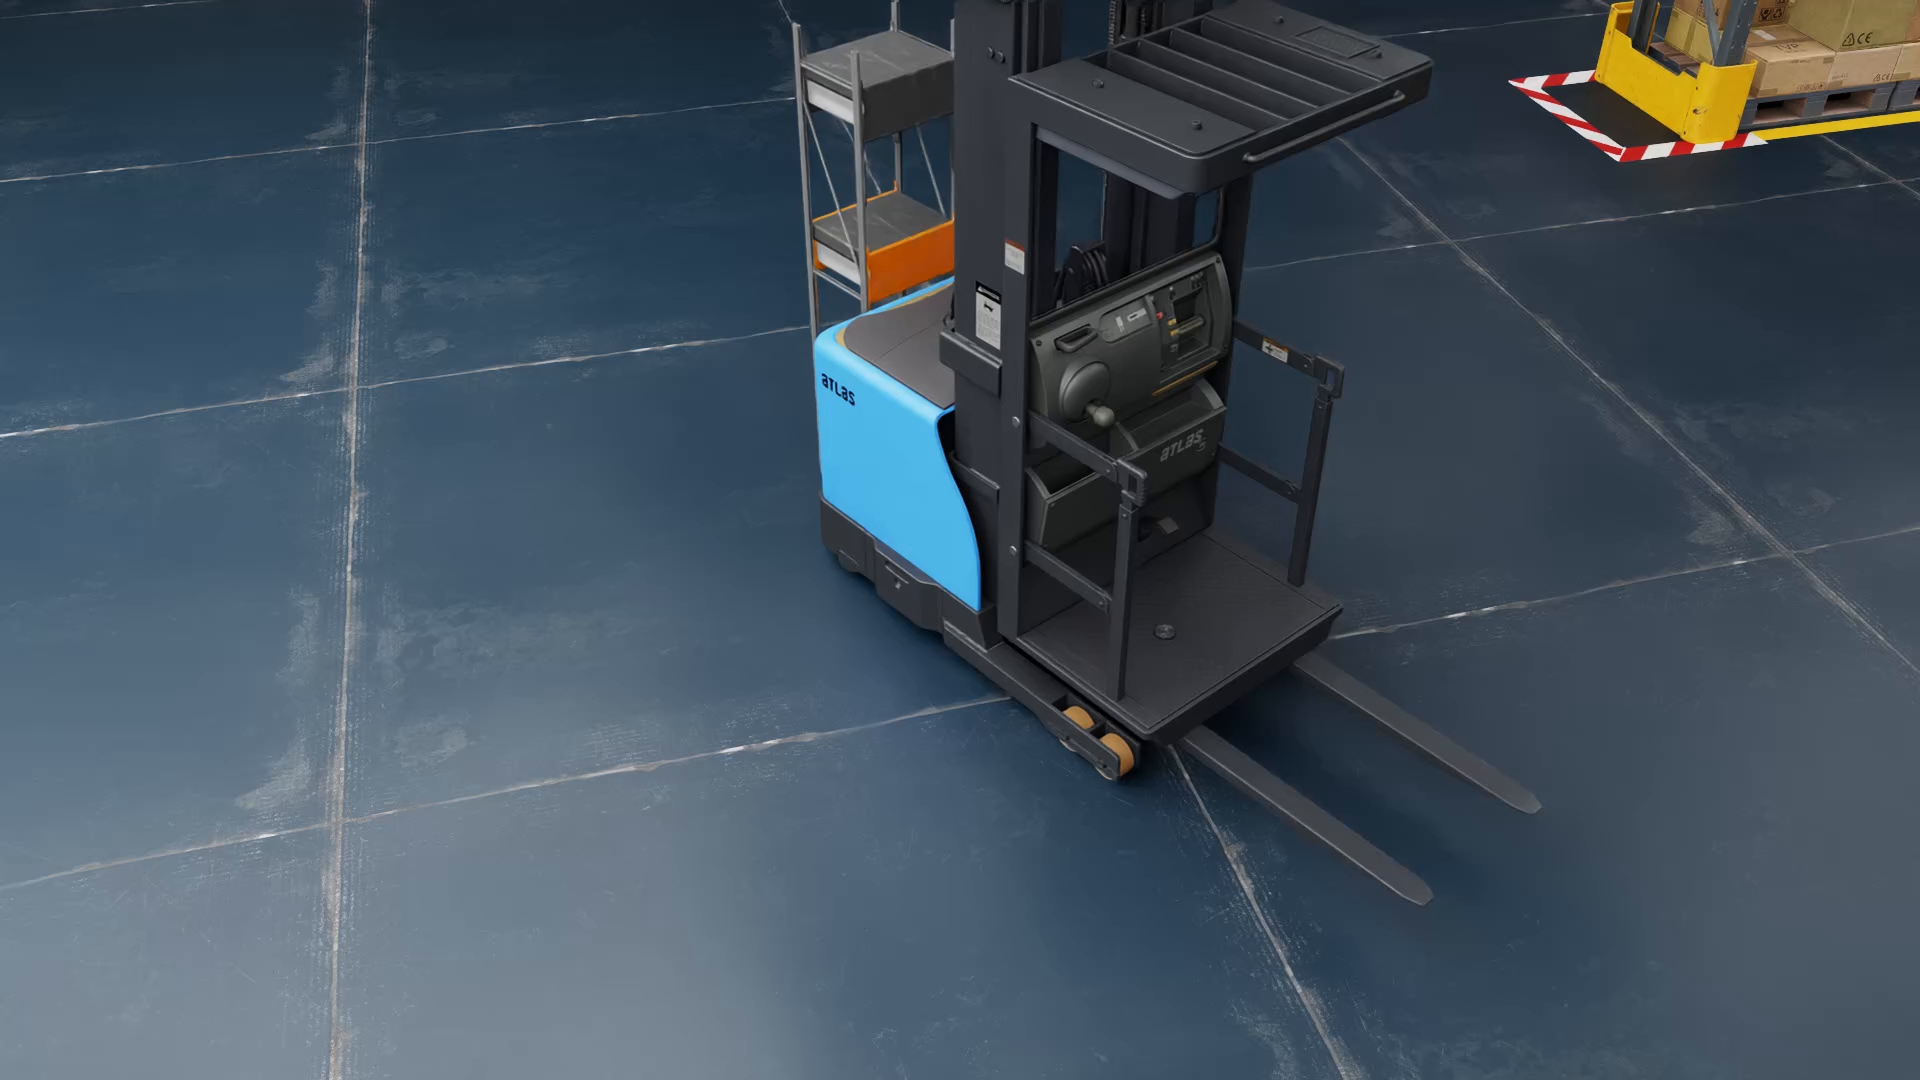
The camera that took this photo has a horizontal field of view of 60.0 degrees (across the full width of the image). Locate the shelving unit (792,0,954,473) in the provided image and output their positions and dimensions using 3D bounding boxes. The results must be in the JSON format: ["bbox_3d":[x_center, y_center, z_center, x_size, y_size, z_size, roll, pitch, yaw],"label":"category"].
[{"bbox_3d":[-0.324,-1.157,7.034,0.503,2.100,0.431,-28,45,-31],"label":"shelving unit"}]

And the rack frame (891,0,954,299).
[{"bbox_3d":[-0.140,-1.254,7.161,0.015,2.100,0.400,-28,45,-31],"label":"rack frame"}]

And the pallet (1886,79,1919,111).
[{"bbox_3d":[6.569,-3.291,11.378,1.213,0.211,1.003,-9,38,-12],"label":"pallet"}]

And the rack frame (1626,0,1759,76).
[{"bbox_3d":[4.666,-4.061,10.090,0.127,3.000,1.000,-9,38,-12],"label":"rack frame"}]

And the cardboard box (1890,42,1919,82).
[{"bbox_3d":[6.207,-3.251,10.948,0.500,0.250,0.500,-9,38,-12],"label":"cardboard box"}]

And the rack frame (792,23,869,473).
[{"bbox_3d":[-0.508,-1.060,6.907,0.015,2.100,0.400,-28,45,-31],"label":"rack frame"}]

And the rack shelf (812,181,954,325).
[{"bbox_3d":[-0.324,-1.146,7.042,0.480,0.518,0.431,-28,45,-31],"label":"rack shelf"}]

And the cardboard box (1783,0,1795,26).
[{"bbox_3d":[5.587,-3.480,11.248,0.500,0.250,0.500,-9,38,-12],"label":"cardboard box"}]

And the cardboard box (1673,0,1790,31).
[{"bbox_3d":[5.107,-3.693,10.910,0.500,0.500,0.500,-9,38,-12],"label":"cardboard box"}]

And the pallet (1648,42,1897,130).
[{"bbox_3d":[5.394,-3.099,11.128,1.213,0.211,1.003,-9,38,-12],"label":"pallet"}]

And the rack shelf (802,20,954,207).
[{"bbox_3d":[-0.324,-1.702,6.617,0.480,0.518,0.431,-28,45,-31],"label":"rack shelf"}]

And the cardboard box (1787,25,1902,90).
[{"bbox_3d":[5.724,-3.172,10.845,0.500,0.250,0.500,-9,38,-12],"label":"cardboard box"}]

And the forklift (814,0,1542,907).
[{"bbox_3d":[0.751,-0.637,5.671,1.130,2.935,3.031,-28,45,-31],"label":"forklift"}]

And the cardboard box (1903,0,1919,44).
[{"bbox_3d":[6.204,-3.555,10.729,0.500,0.500,0.500,-9,38,-12],"label":"cardboard box"}]

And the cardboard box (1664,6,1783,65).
[{"bbox_3d":[5.107,-3.394,11.136,0.500,0.250,0.500,-9,38,-12],"label":"cardboard box"}]

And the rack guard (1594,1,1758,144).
[{"bbox_3d":[4.643,-3.065,10.845,0.348,0.500,1.175,-9,38,-12],"label":"rack guard"}]

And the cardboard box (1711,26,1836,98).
[{"bbox_3d":[5.242,-3.090,10.739,0.500,0.250,0.500,-9,38,-12],"label":"cardboard box"}]

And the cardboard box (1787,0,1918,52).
[{"bbox_3d":[5.724,-3.469,10.616,0.500,0.500,0.500,-9,38,-12],"label":"cardboard box"}]
